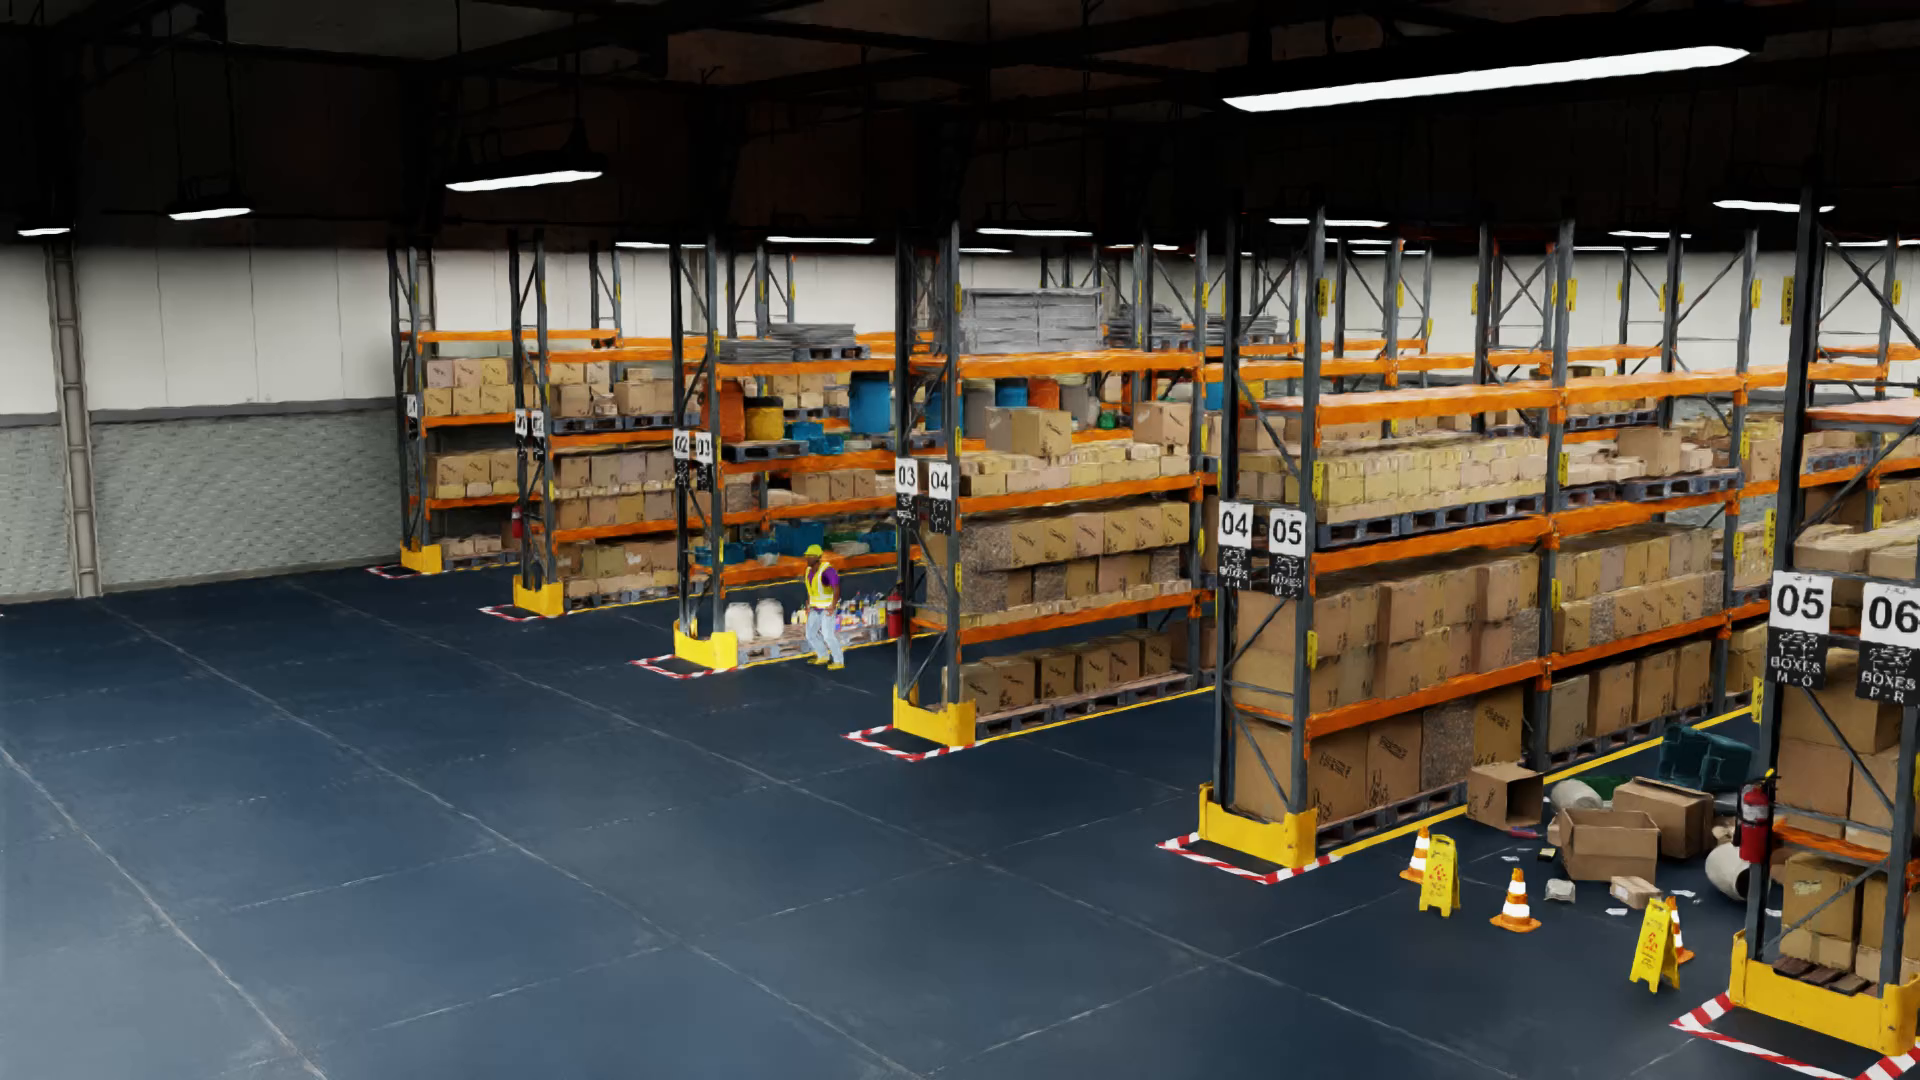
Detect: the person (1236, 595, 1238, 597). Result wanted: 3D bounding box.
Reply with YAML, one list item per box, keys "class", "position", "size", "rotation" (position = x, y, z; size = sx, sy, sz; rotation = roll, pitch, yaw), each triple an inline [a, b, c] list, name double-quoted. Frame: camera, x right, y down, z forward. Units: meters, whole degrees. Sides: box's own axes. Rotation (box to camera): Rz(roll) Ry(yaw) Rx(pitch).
- class: "person"
  position: [4.810, 0.125, 27.690]
  size: [1.086, 1.571, 0.451]
  rotation: [-7, 11, -37]

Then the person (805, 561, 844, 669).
- class: "person"
  position: [-1.838, 1.001, 22.468]
  size: [0.470, 1.489, 0.690]
  rotation: [-8, 12, -42]
